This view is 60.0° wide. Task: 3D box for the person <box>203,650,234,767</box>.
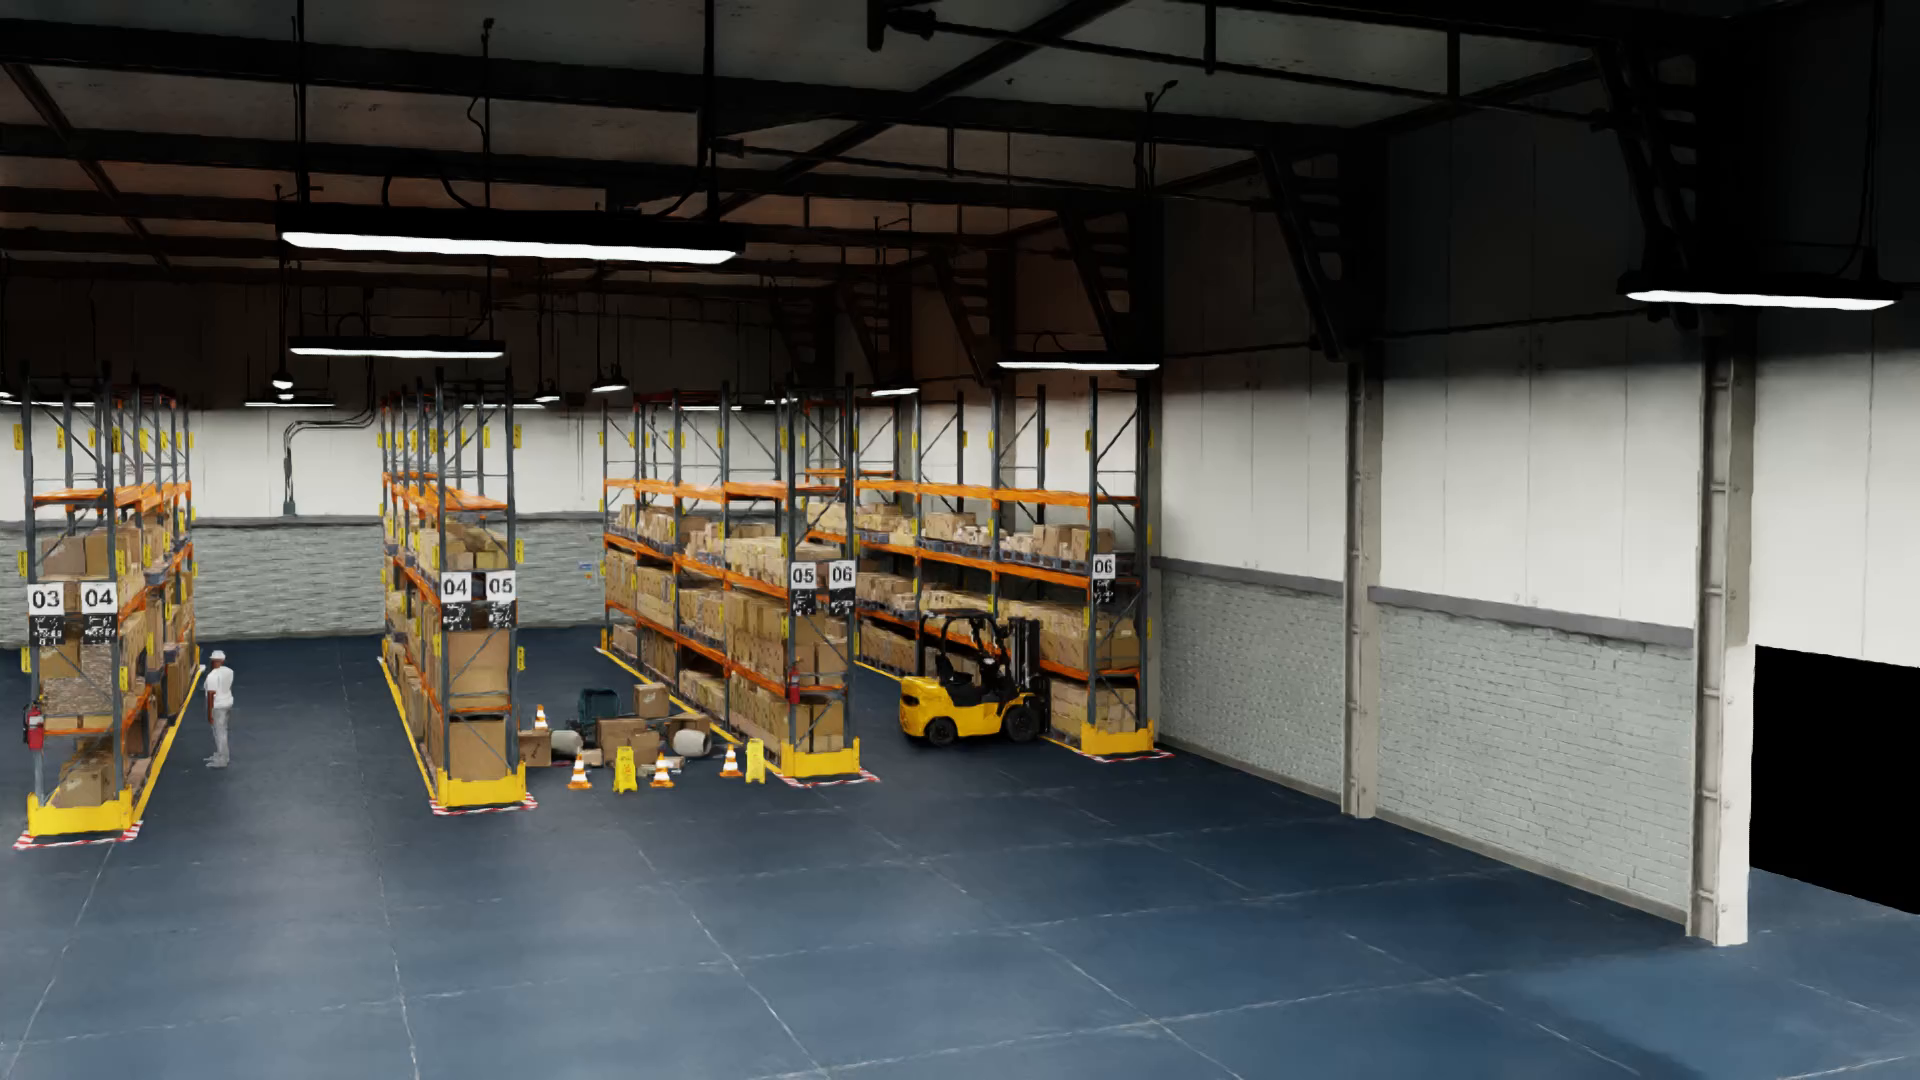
[{"bbox_3d":[-11.426,2.569,25.532,0.494,1.765,0.625,0,3,5],"label":"person"}]
